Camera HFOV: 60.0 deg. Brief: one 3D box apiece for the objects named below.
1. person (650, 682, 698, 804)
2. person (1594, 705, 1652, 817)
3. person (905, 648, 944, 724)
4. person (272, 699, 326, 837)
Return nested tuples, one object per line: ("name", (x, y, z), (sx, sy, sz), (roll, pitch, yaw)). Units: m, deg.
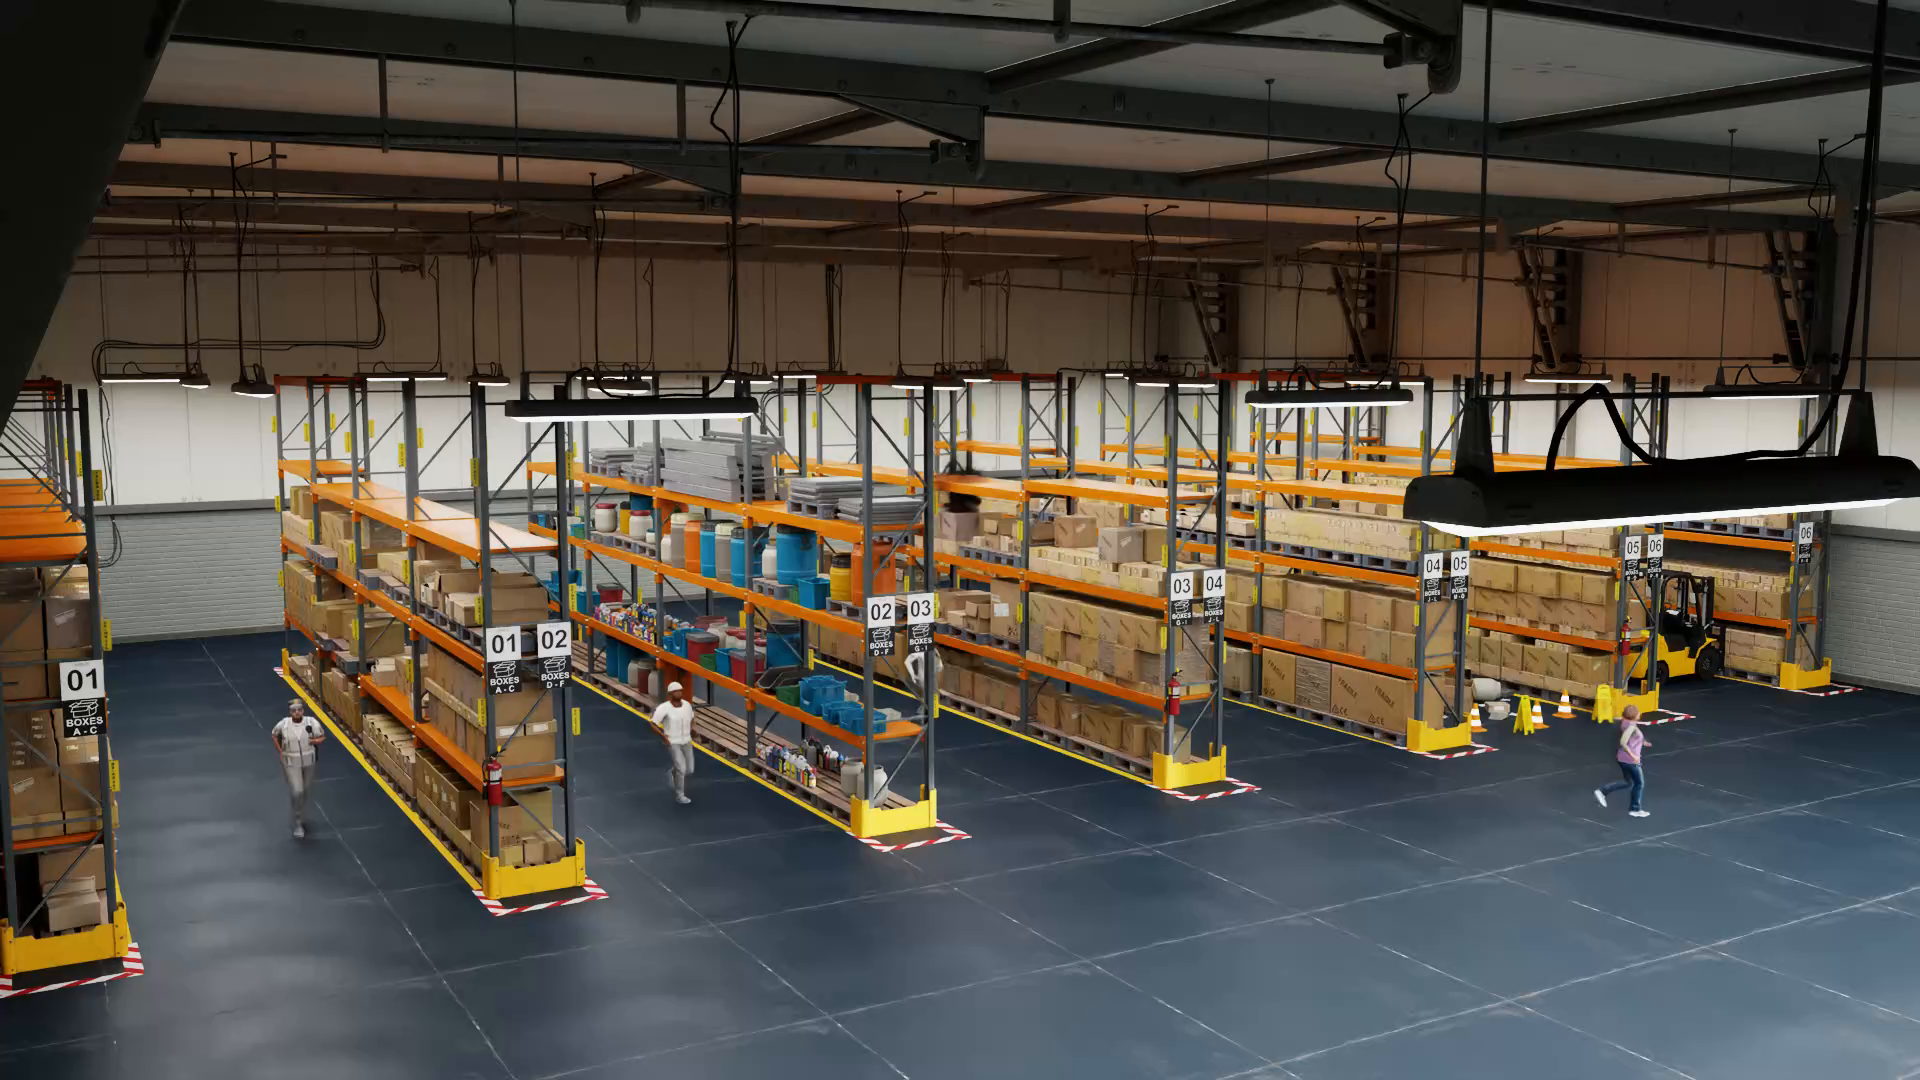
("person", (-4.065, 2.879, 23.764), (0.704, 1.723, 0.694), (-6, 8, -42))
("person", (9.169, 3.040, 22.932), (0.736, 1.568, 0.538), (1, 6, 8))
("person", (-0.542, 2.331, 28.019), (0.580, 1.595, 0.694), (-5, 8, -40))
("person", (-8.864, 3.025, 22.352), (0.615, 1.849, 0.811), (-4, 8, -34))
